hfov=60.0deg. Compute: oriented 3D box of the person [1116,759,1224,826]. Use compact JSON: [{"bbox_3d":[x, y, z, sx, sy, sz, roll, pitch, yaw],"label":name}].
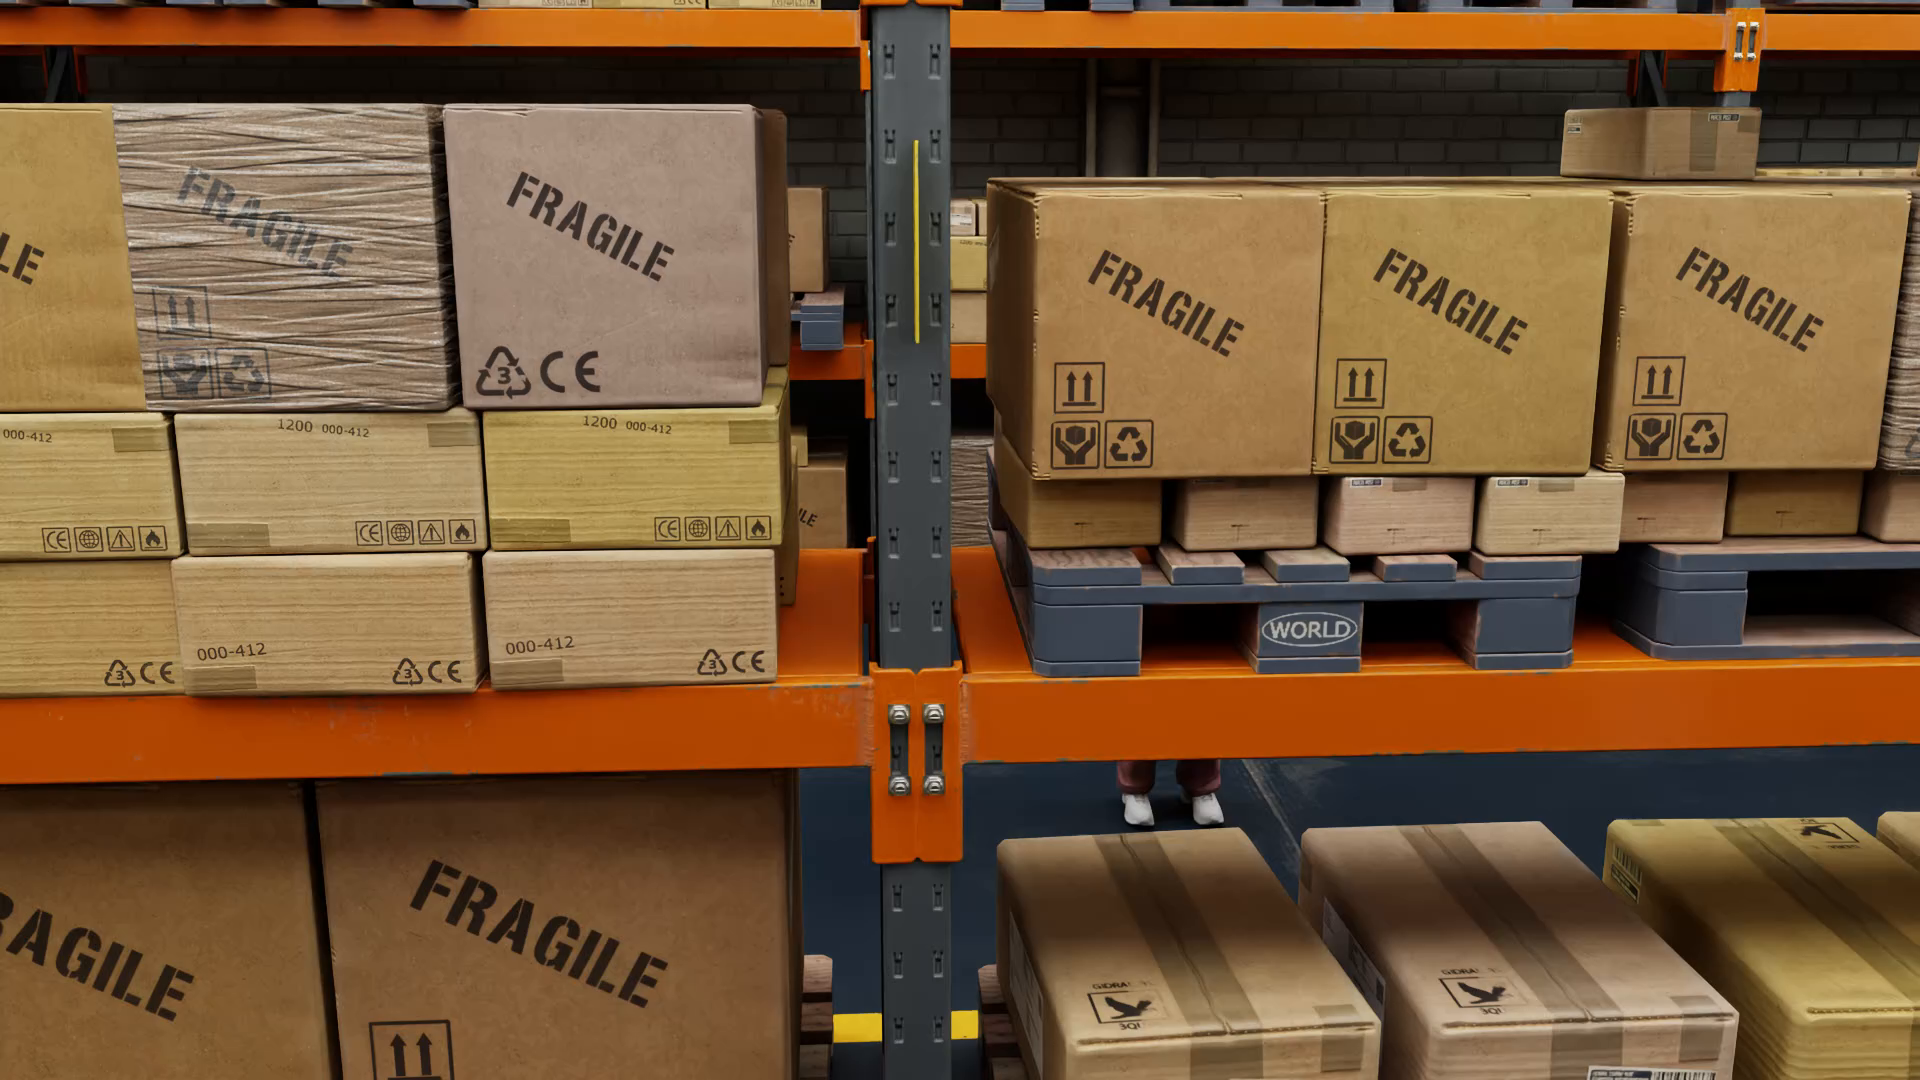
[{"bbox_3d":[0.723,0.136,5.462,0.425,1.665,0.556,-1,14,-2],"label":"person"}]
